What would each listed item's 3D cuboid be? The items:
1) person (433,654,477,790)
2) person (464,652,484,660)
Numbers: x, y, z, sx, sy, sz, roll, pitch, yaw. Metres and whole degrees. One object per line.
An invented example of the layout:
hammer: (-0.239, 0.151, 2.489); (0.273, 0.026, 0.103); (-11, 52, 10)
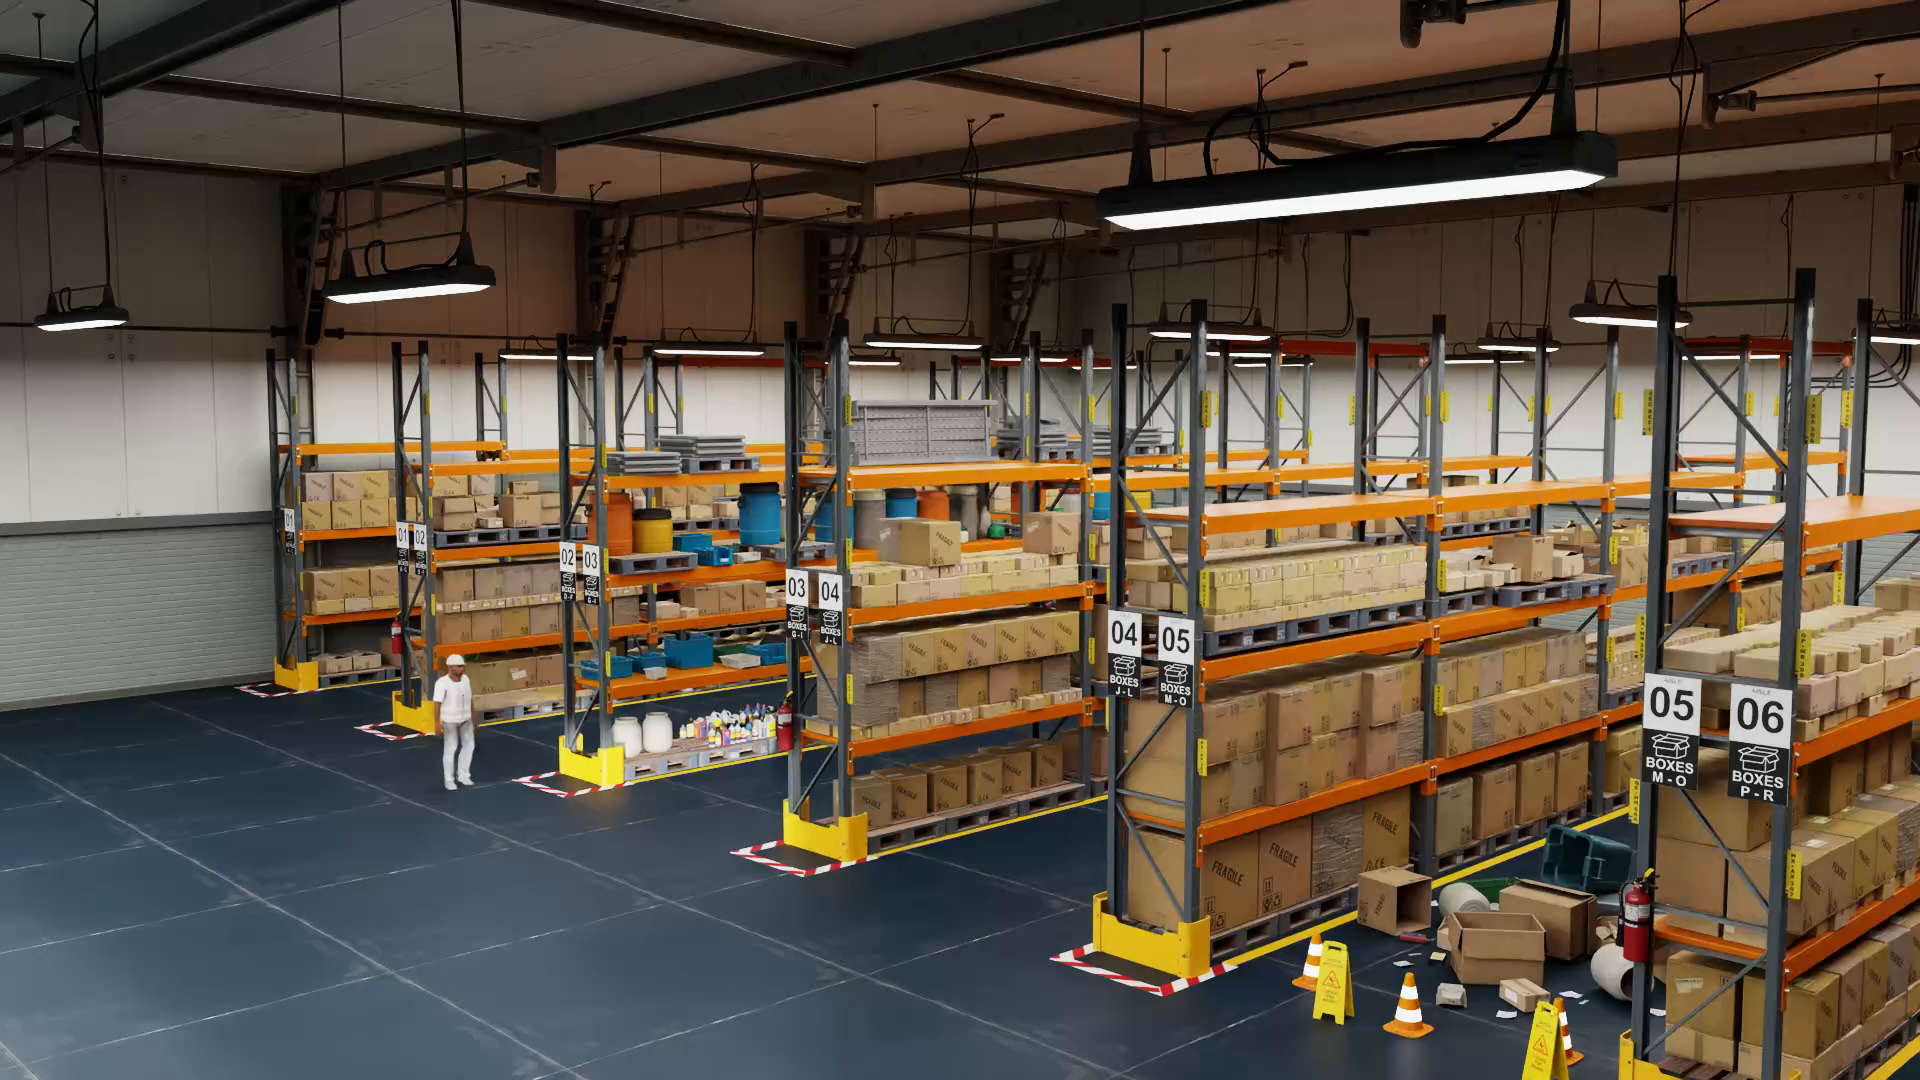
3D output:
person: (-6.663, 2.425, 21.965); (0.377, 1.844, 0.673); (3, 6, 34)
person: (-8.339, 1.794, 28.634); (0.578, 1.803, 0.396); (-2, 6, -26)
